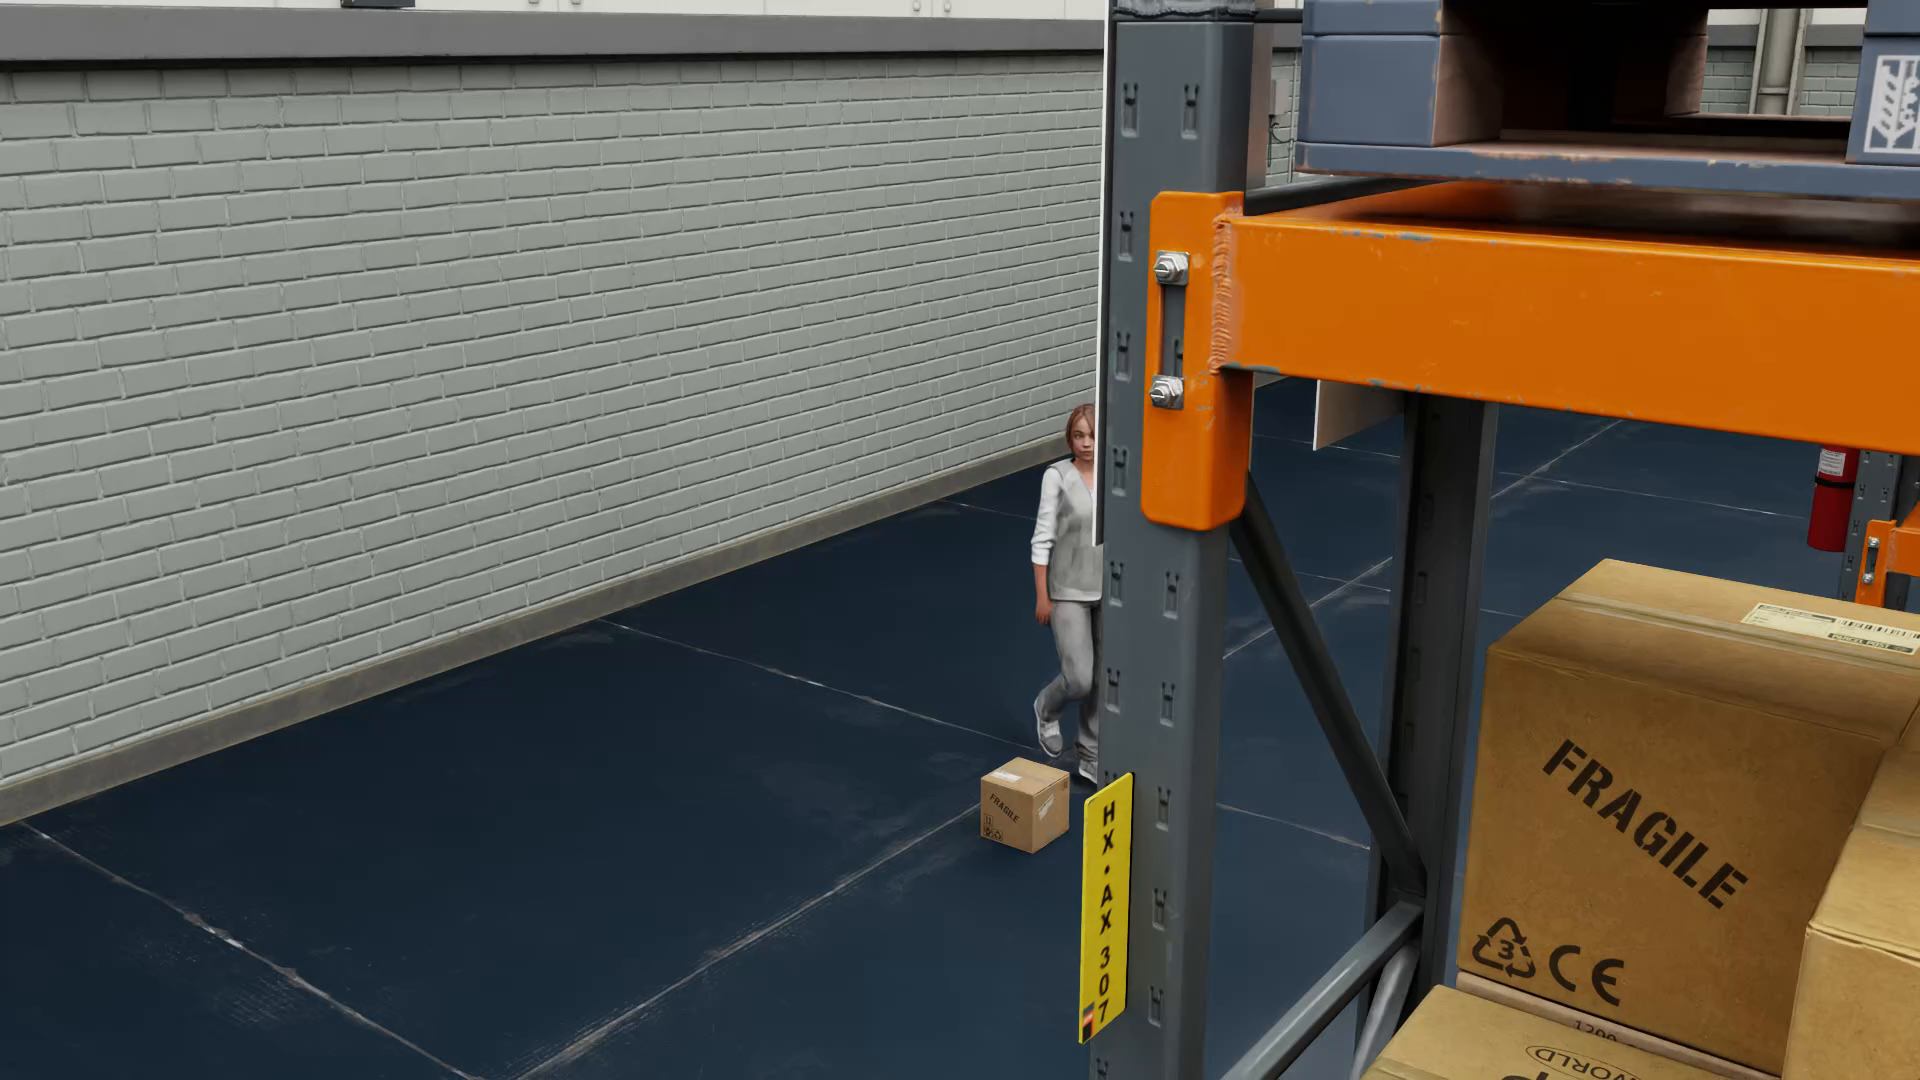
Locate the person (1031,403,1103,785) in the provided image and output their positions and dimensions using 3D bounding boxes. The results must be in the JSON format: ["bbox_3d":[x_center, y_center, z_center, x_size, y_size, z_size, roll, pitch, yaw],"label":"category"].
[{"bbox_3d":[0.503,0.226,6.757,0.428,1.588,0.475,-8,18,-24],"label":"person"}]
